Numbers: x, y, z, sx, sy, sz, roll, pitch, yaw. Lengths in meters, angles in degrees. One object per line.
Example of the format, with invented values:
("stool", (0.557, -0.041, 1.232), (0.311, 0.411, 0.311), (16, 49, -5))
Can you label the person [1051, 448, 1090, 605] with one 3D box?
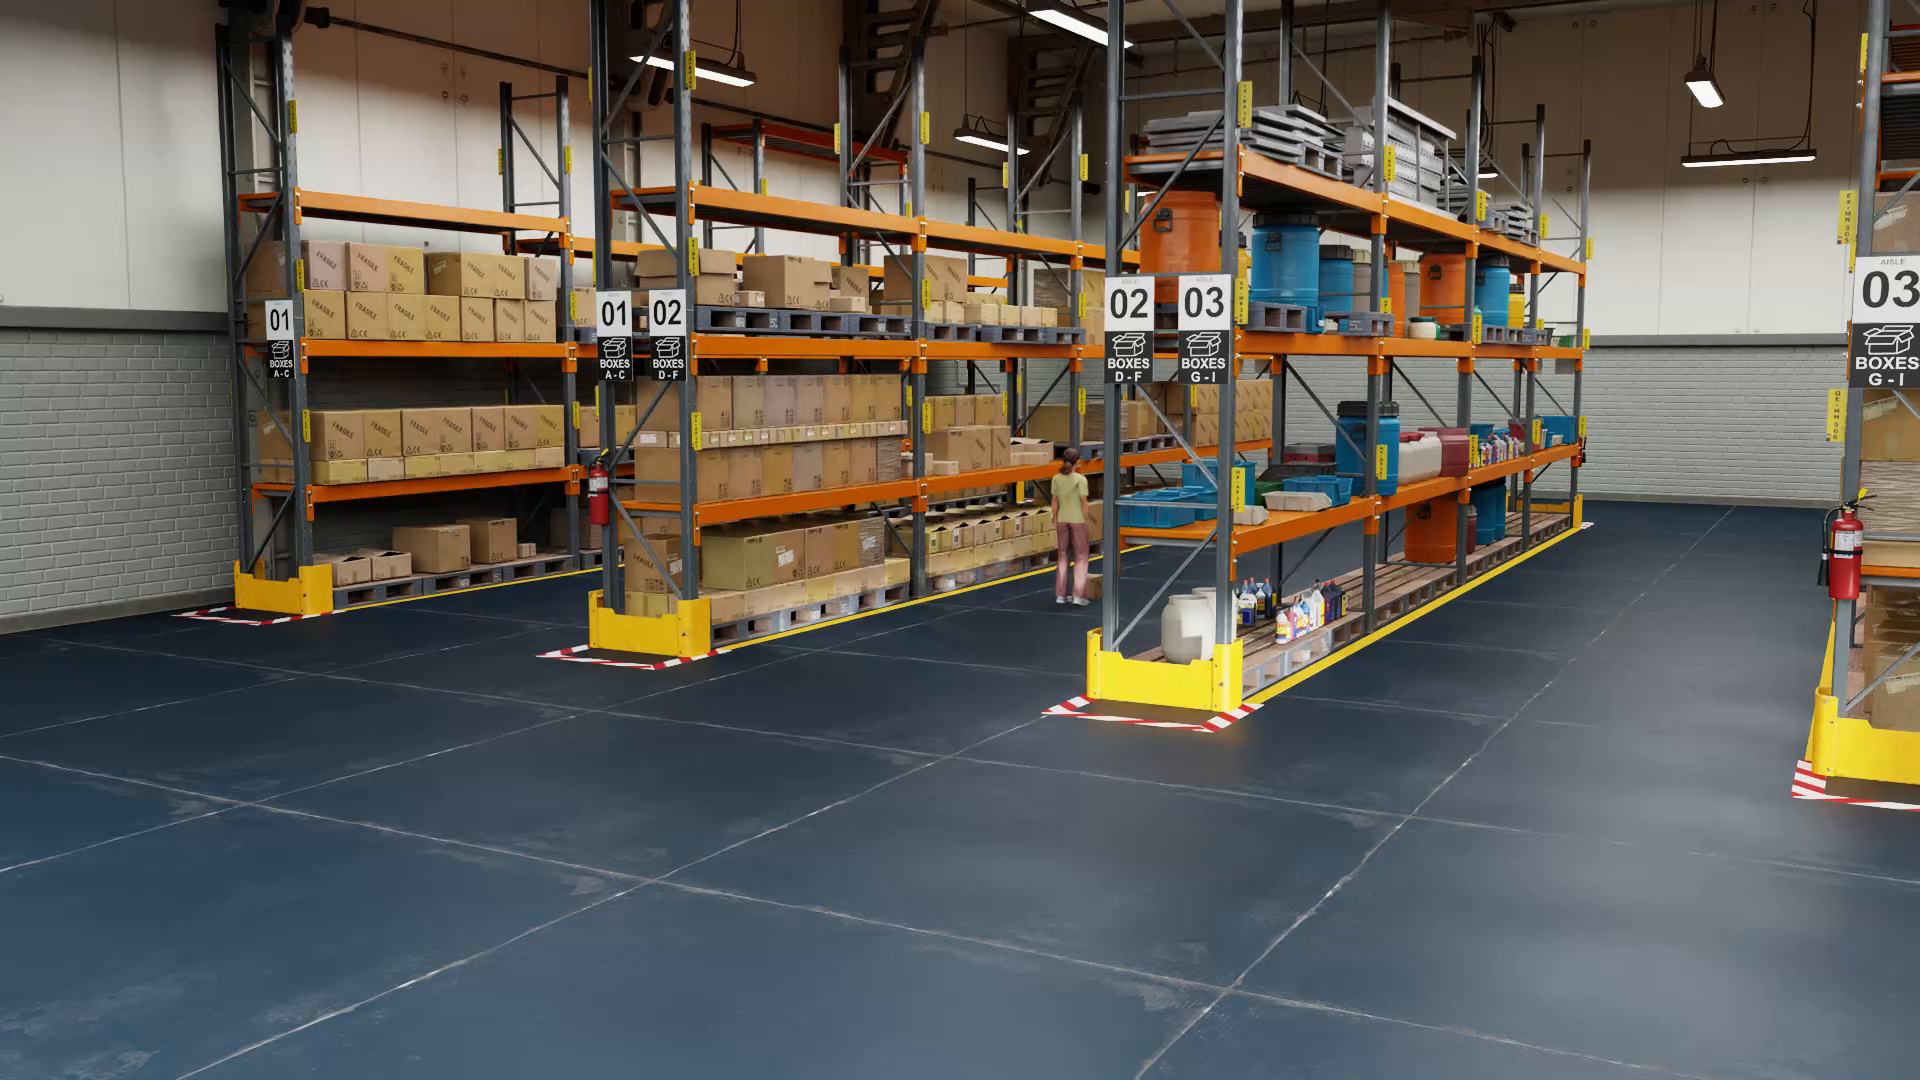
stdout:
("person", (1.185, -0.141, 17.791), (0.441, 1.690, 0.358), (3, 7, 30))
